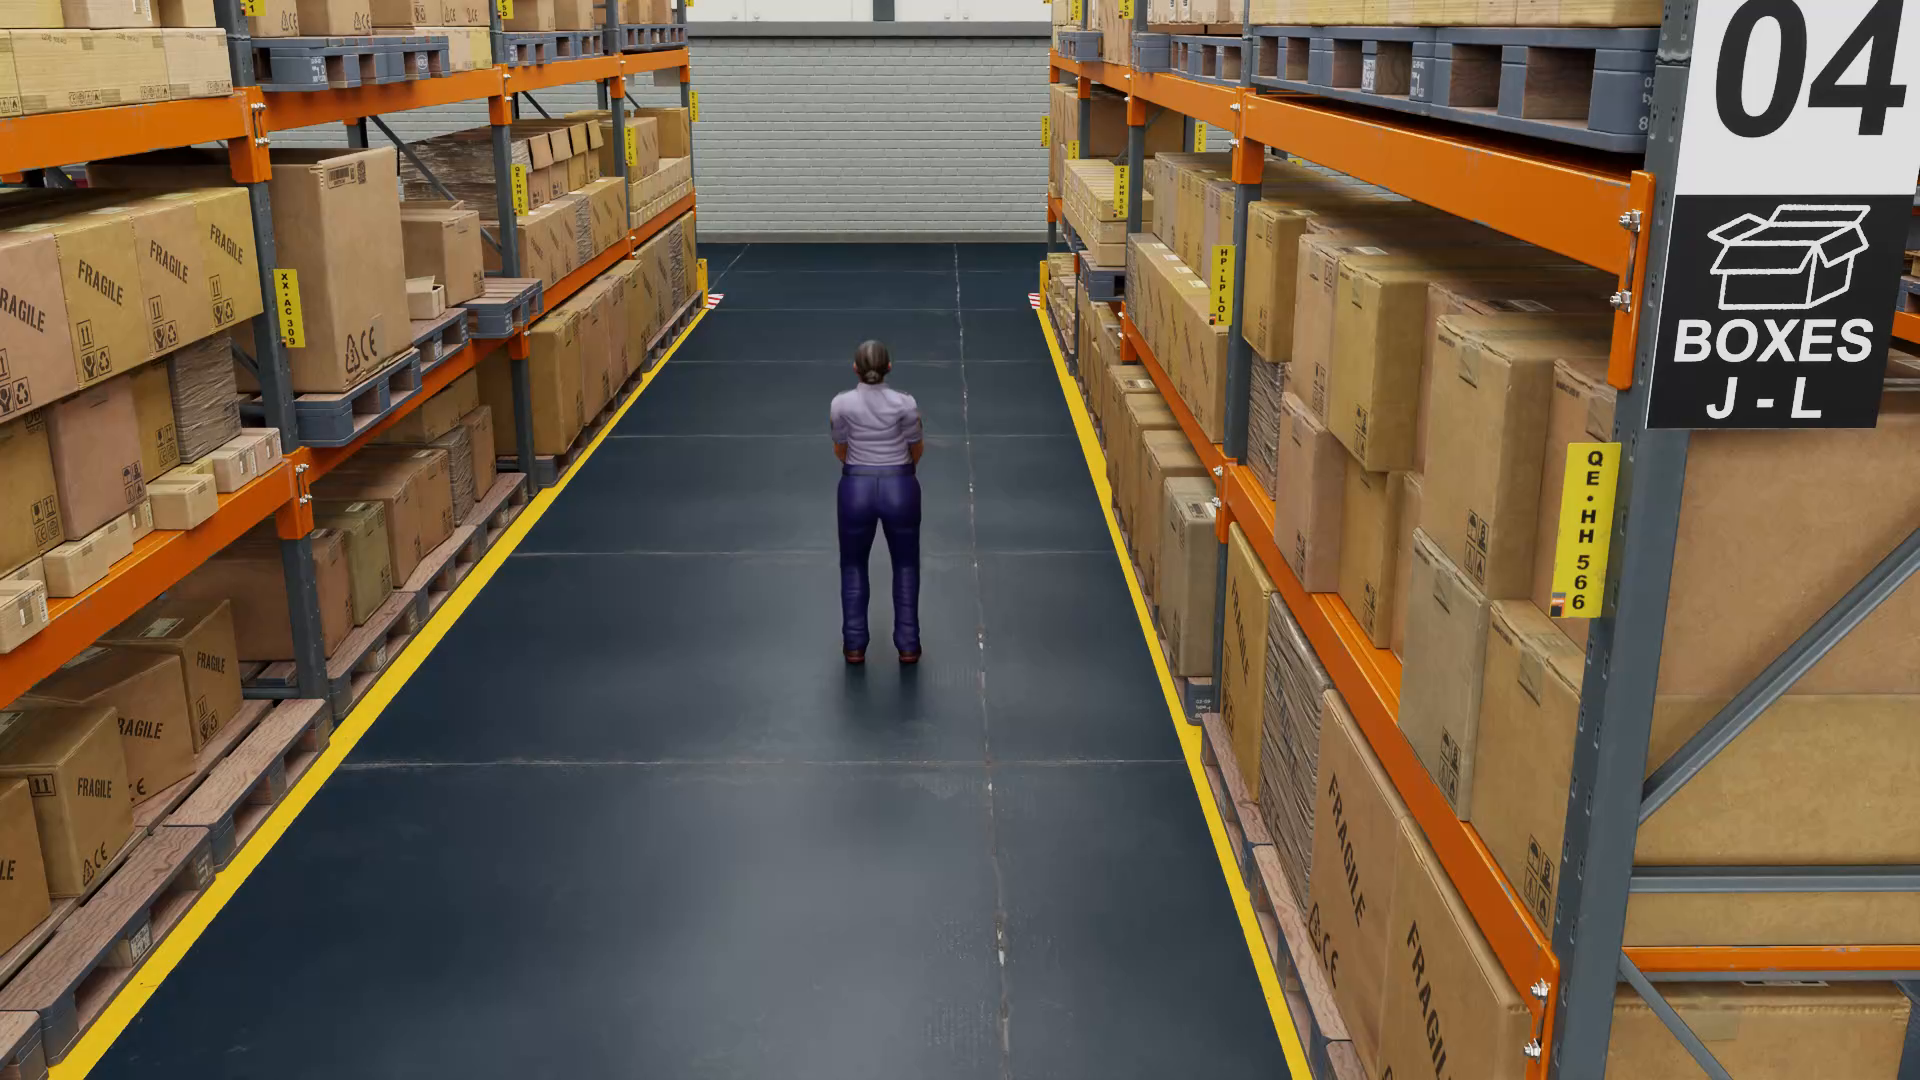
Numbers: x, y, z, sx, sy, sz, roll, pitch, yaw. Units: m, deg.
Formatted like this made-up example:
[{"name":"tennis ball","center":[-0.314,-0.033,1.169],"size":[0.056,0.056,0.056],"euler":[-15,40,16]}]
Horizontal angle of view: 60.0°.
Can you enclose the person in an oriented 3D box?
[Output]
[{"name":"person","center":[-0.404,-0.213,8.279],"size":[0.453,1.637,0.523],"euler":[0,17,0]}]
